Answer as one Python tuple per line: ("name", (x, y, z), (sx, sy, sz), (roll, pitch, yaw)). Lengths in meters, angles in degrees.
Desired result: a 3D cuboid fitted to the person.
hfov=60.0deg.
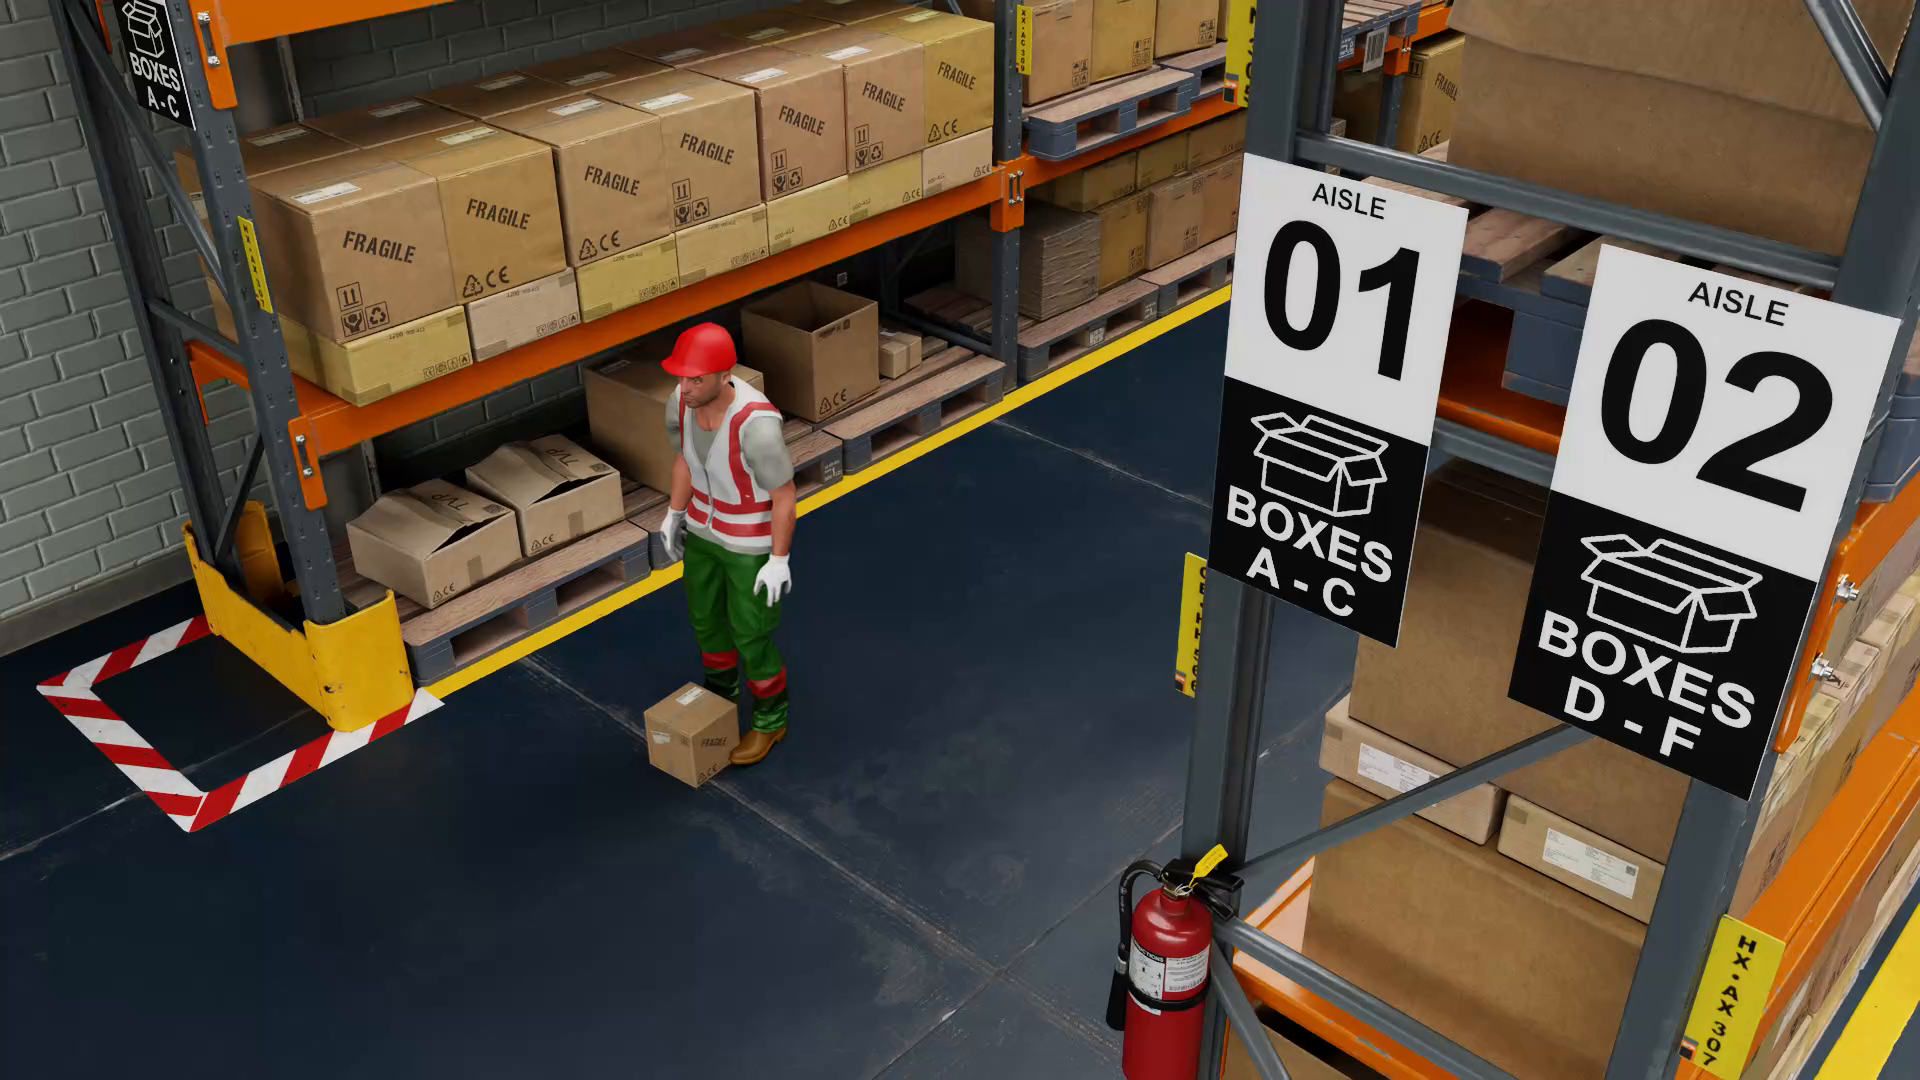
("person", (-0.851, 0.010, 6.102), (0.620, 1.780, 0.446), (23, 38, 33))
